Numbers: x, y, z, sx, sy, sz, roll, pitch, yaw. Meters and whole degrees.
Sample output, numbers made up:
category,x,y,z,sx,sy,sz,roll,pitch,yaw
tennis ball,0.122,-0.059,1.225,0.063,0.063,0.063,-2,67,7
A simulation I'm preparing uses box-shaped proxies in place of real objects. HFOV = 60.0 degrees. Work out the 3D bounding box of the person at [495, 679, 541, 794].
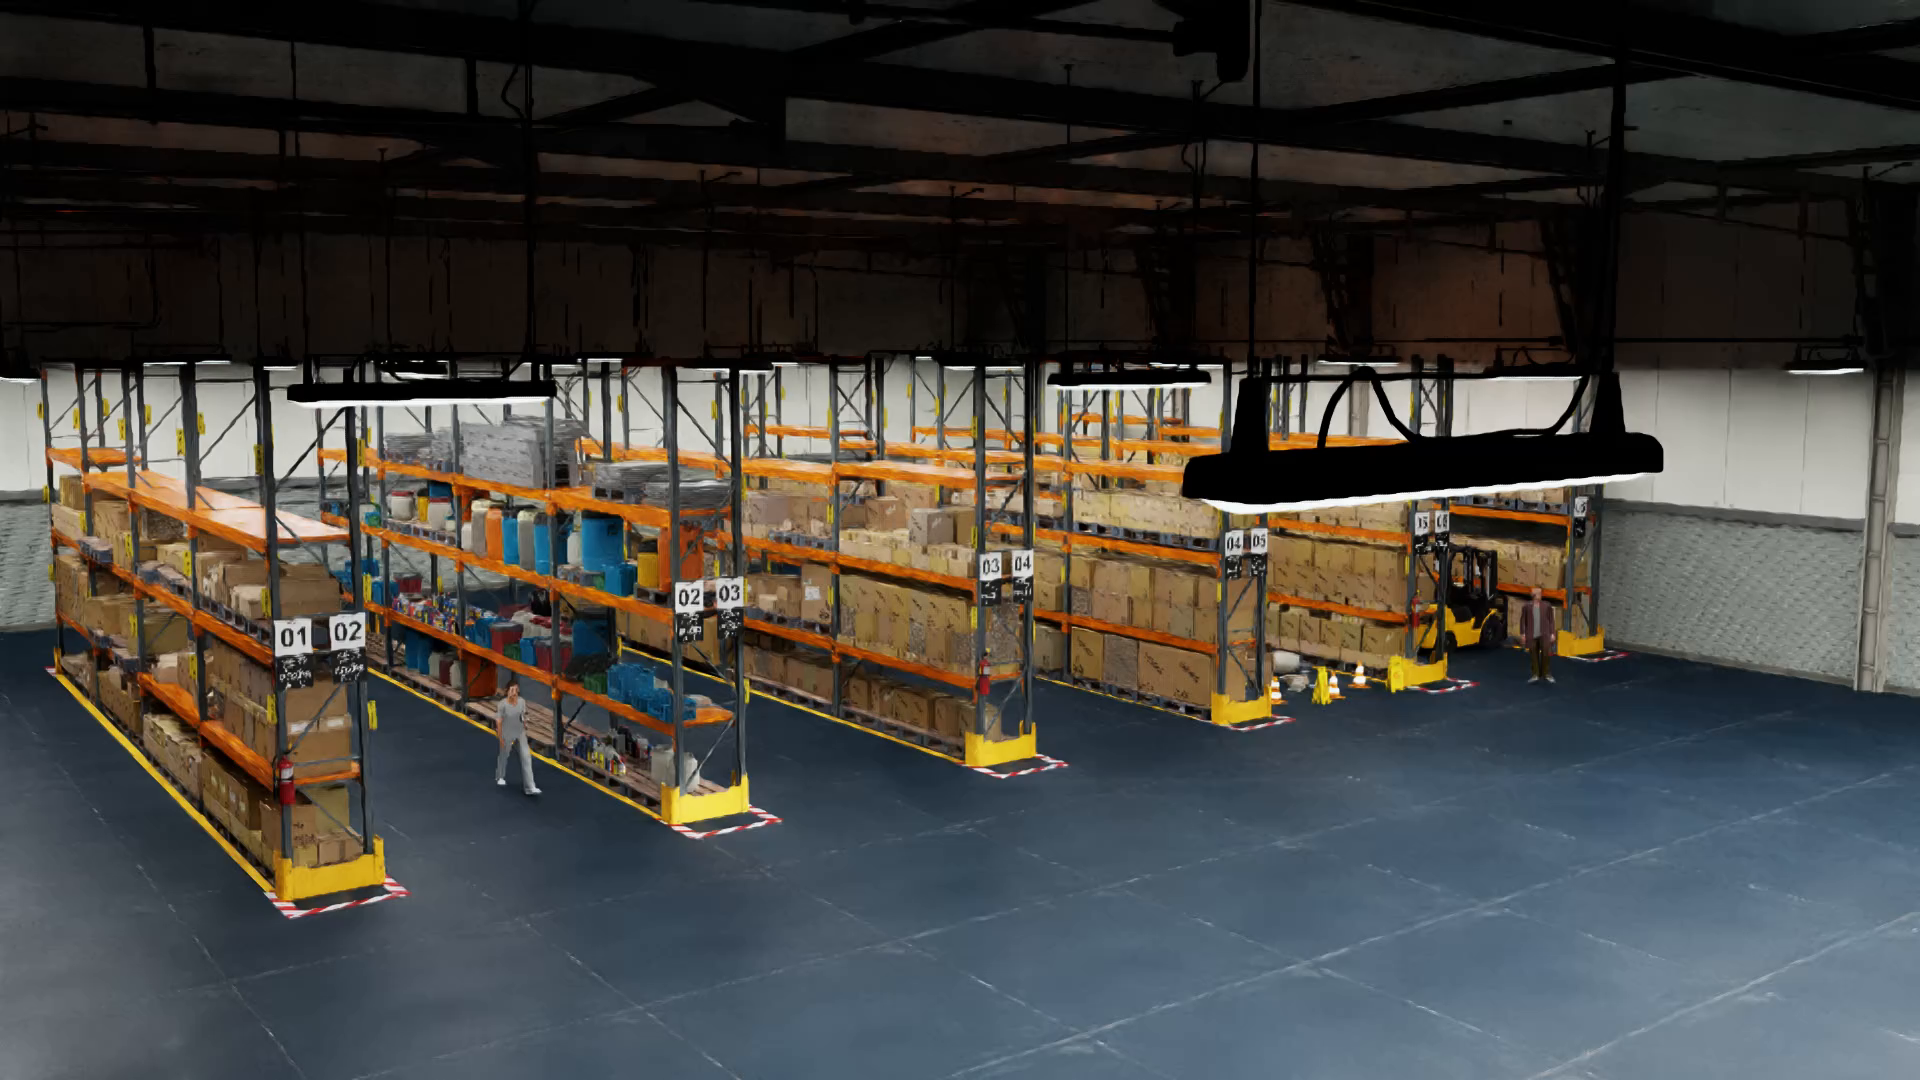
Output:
category,x,y,z,sx,sy,sz,roll,pitch,yaw
person,-6.276,2.734,23.307,0.446,1.590,1.110,-5,8,-34

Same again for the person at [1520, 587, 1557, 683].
category,x,y,z,sx,sy,sz,roll,pitch,yaw
person,10.695,1.756,30.715,0.679,1.773,0.457,3,7,21

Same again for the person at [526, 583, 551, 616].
category,x,y,z,sx,sy,sz,roll,pitch,yaw
person,-8.245,1.574,32.764,0.555,1.673,1.029,-5,9,-37
